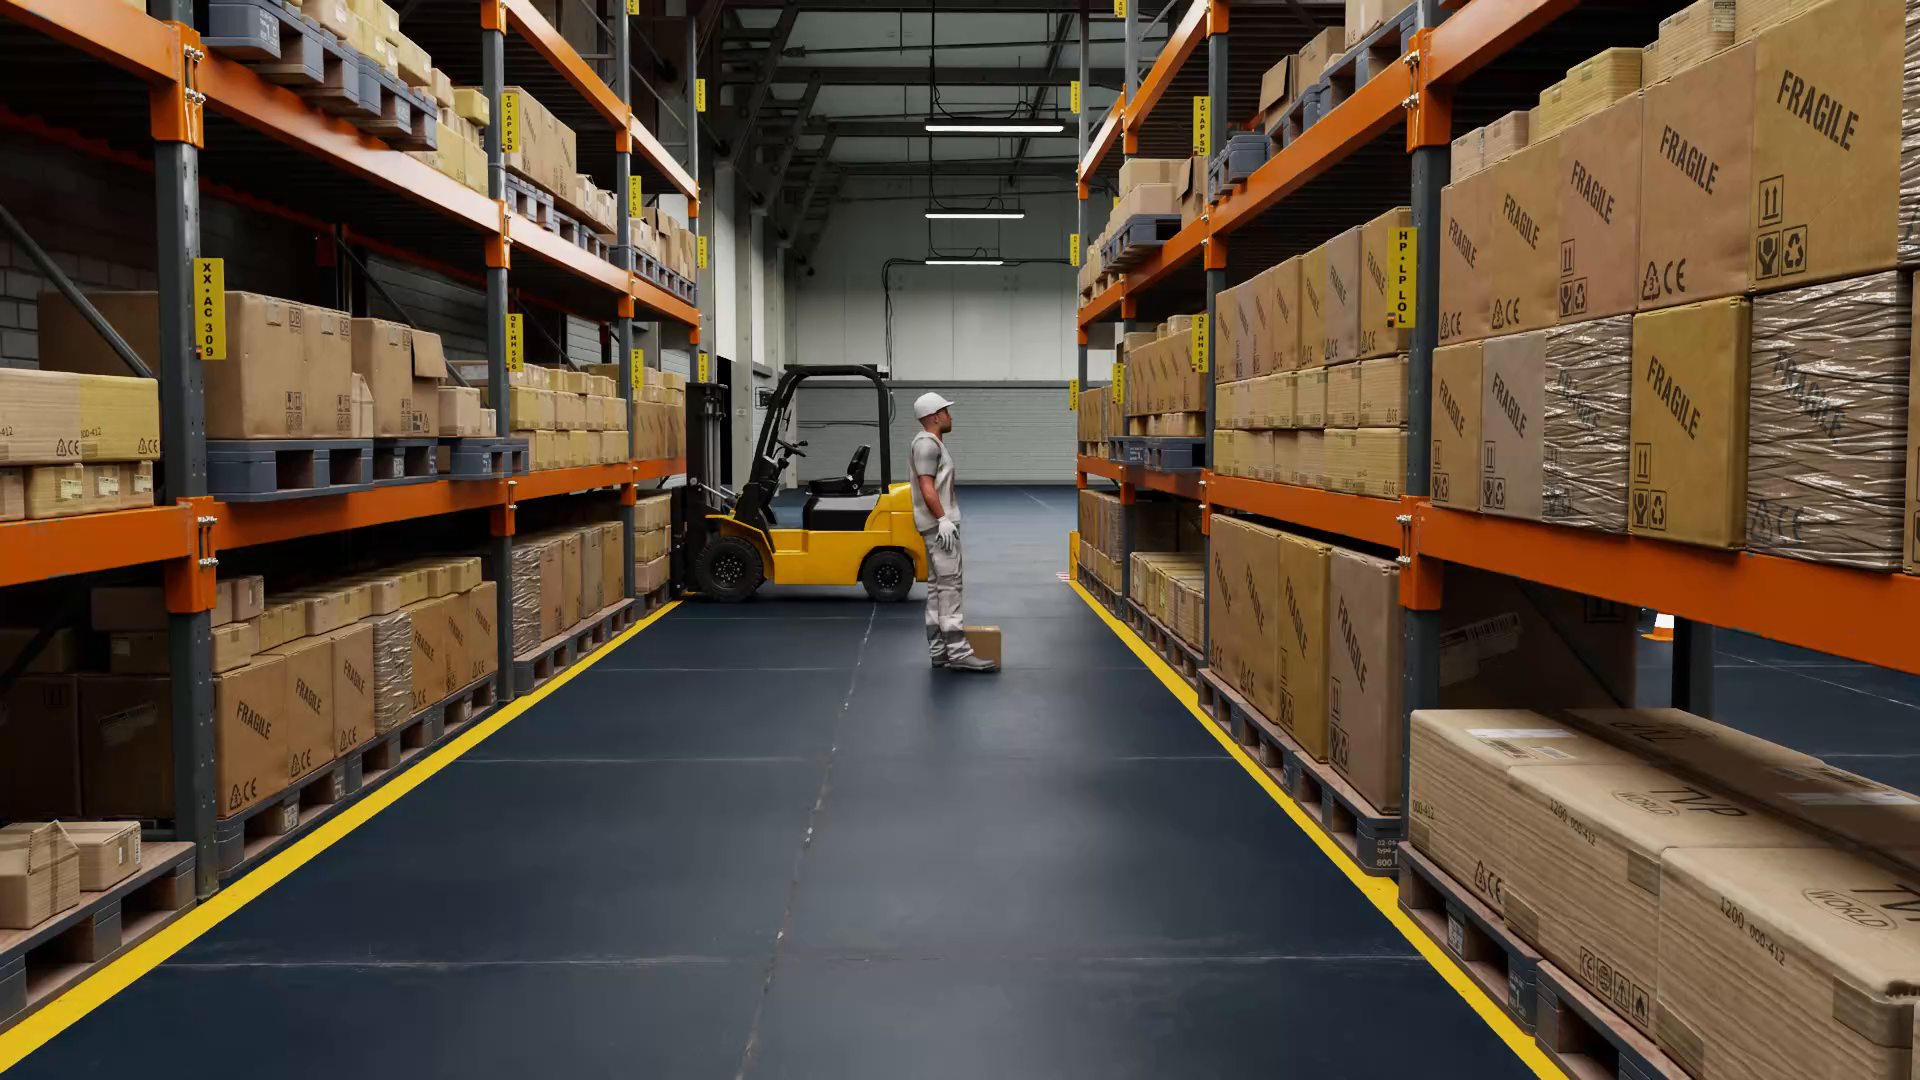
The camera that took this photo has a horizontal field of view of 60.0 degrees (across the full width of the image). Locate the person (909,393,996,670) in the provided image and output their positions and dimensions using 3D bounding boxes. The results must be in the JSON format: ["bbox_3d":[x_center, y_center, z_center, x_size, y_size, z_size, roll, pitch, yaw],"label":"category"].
[{"bbox_3d":[-0.054,-0.067,10.876,0.562,1.790,0.637,0,4,-1],"label":"person"}]
